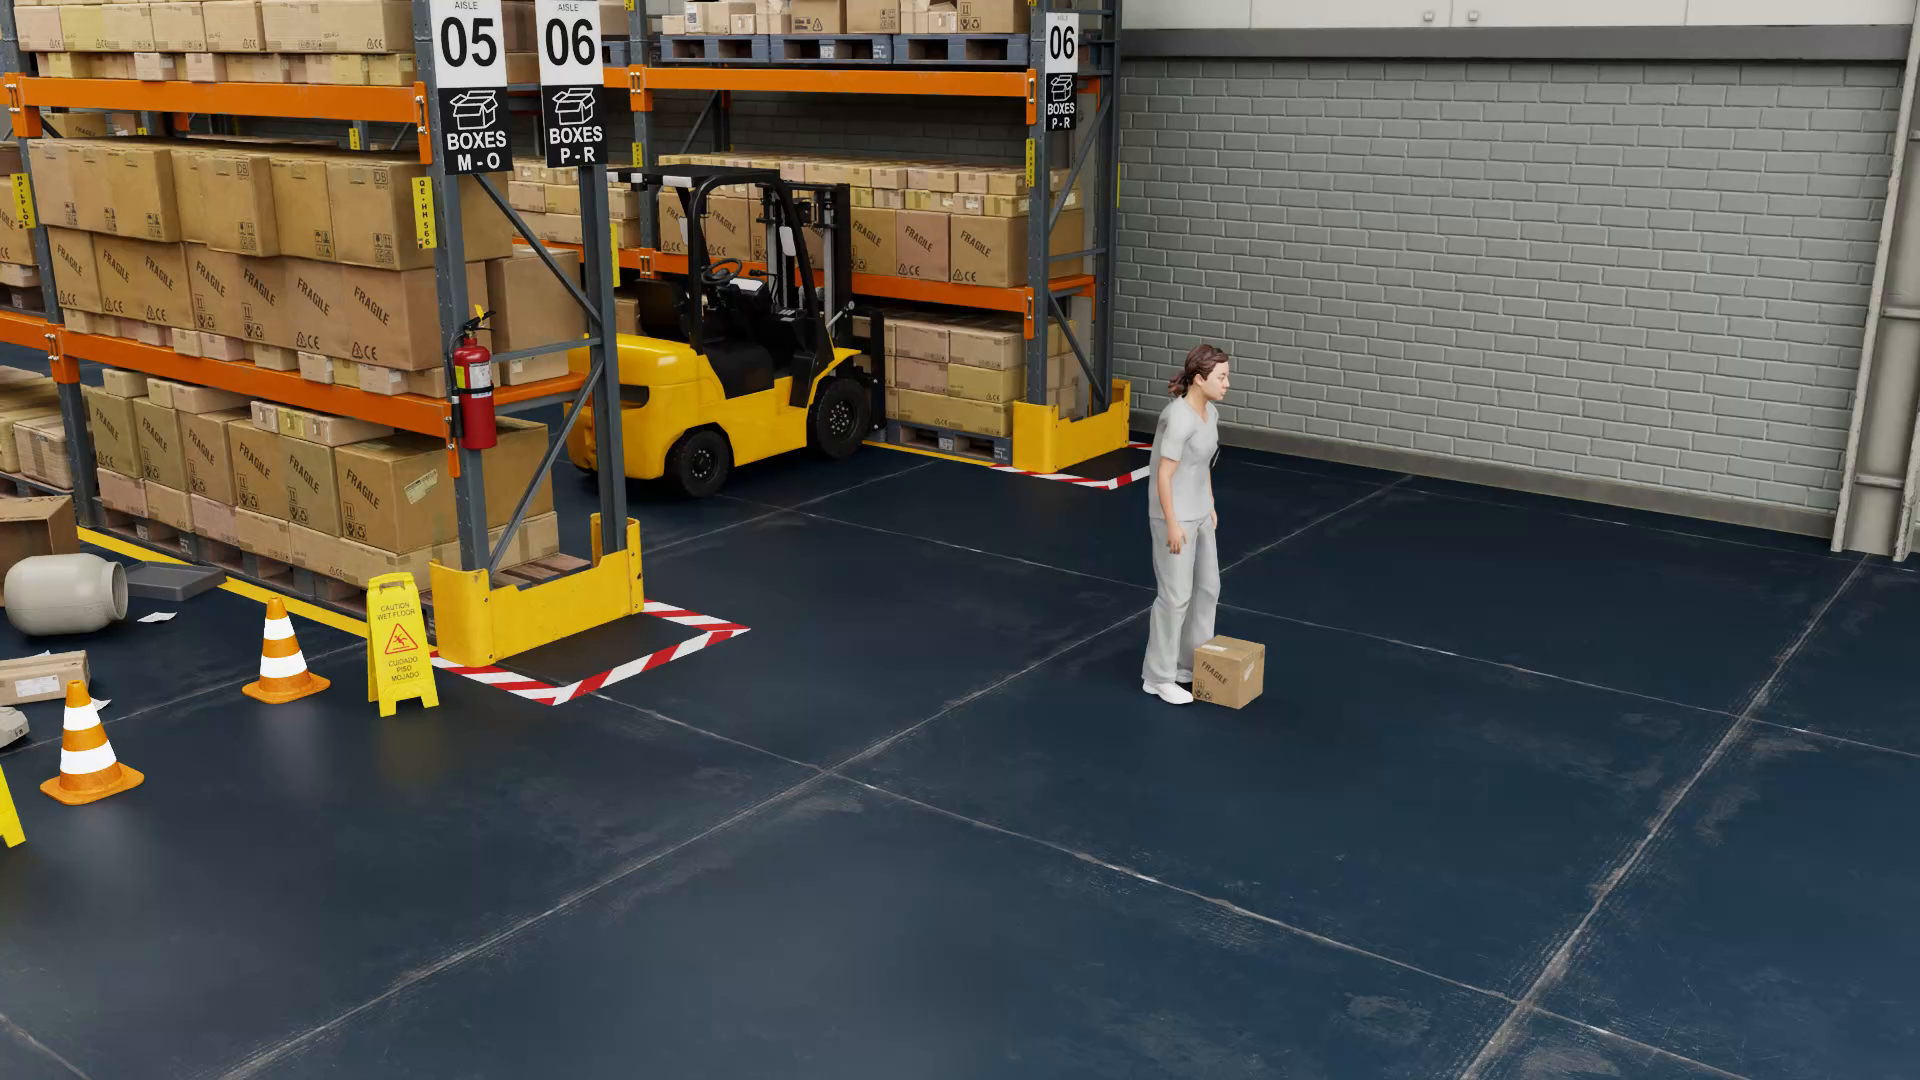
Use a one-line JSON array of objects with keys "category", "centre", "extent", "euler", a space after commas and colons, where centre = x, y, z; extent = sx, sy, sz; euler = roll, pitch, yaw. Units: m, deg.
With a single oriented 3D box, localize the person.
[{"category": "person", "centre": [1.099, -0.085, 7.849], "extent": [0.414, 1.658, 0.514], "euler": [11, 20, 32]}]
